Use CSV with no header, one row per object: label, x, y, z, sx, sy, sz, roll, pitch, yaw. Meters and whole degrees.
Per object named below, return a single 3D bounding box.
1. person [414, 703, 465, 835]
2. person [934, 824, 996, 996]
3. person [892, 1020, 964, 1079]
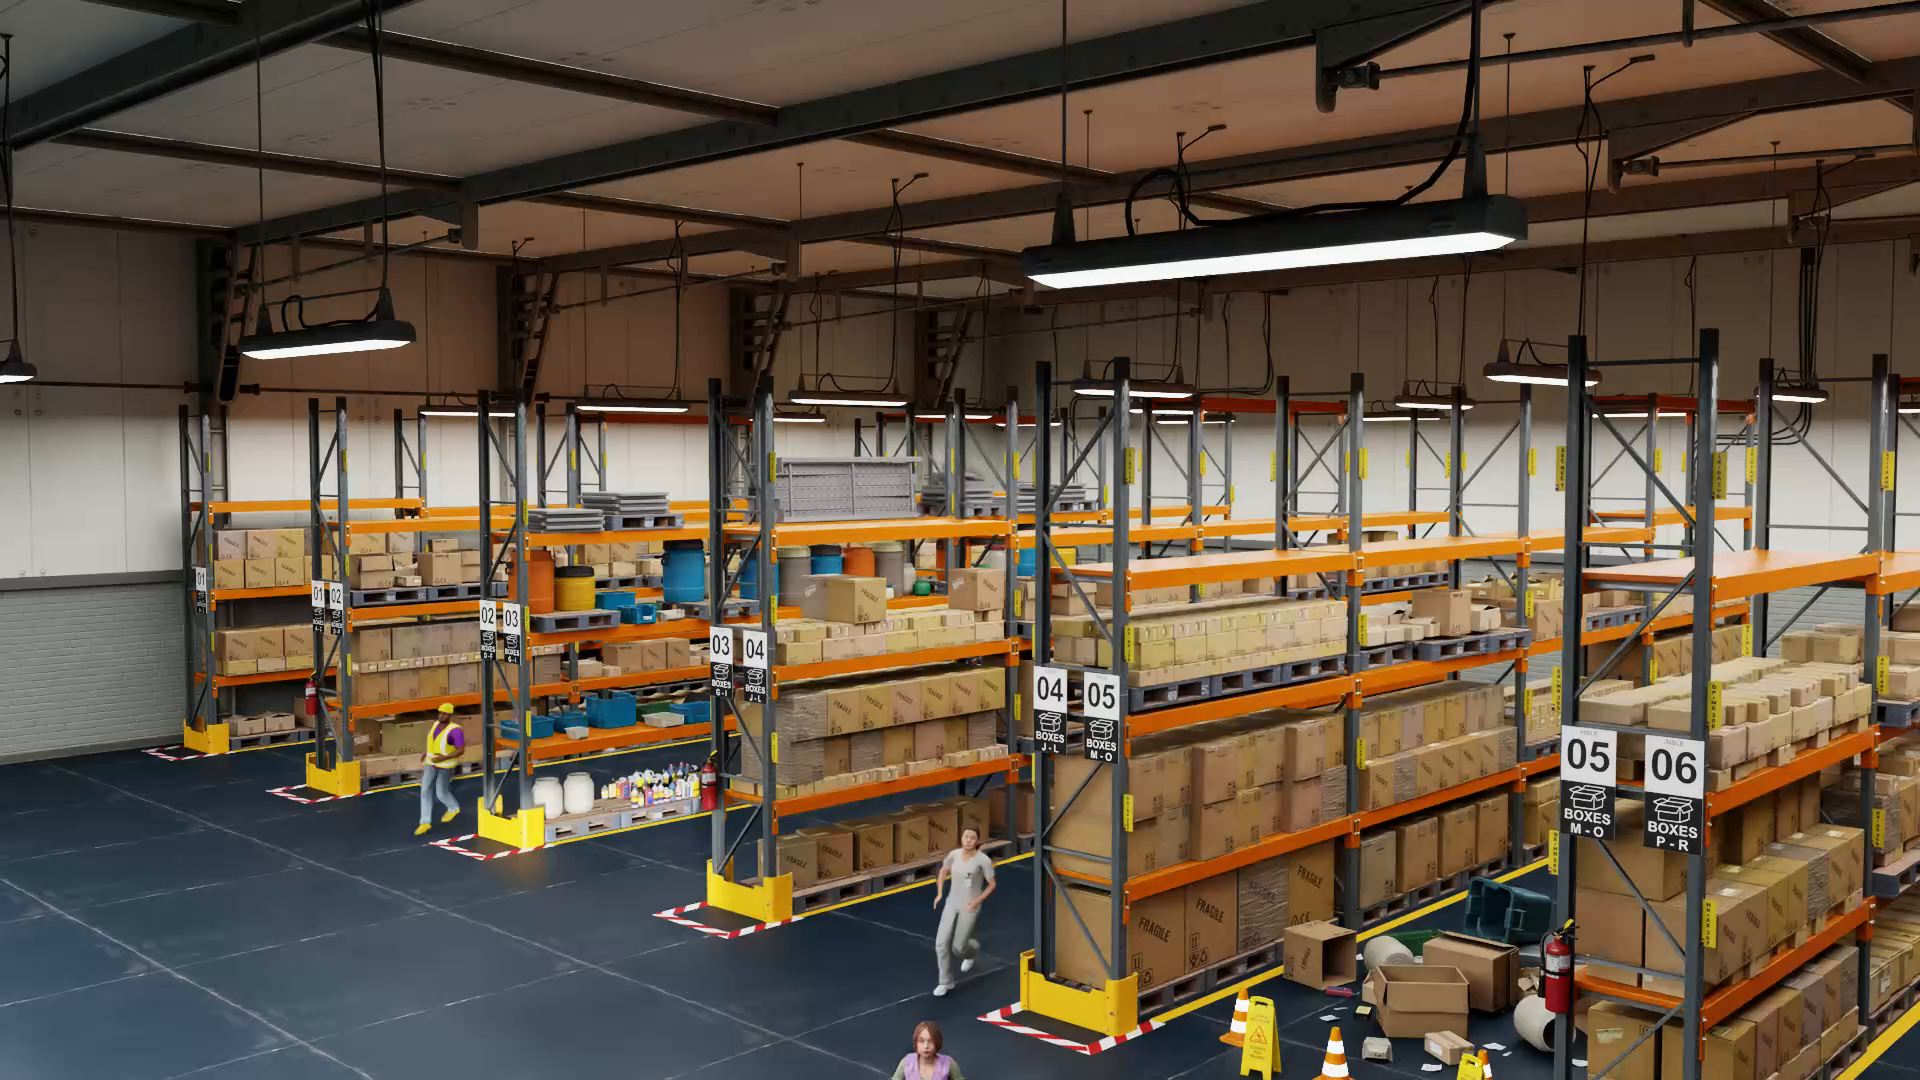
person,-7.056,3.096,22.744,0.725,1.764,0.843,1,3,21
person,0.066,3.523,15.979,0.601,1.631,0.667,1,3,26
person,-0.202,3.831,10.611,0.558,1.563,0.692,0,3,4
